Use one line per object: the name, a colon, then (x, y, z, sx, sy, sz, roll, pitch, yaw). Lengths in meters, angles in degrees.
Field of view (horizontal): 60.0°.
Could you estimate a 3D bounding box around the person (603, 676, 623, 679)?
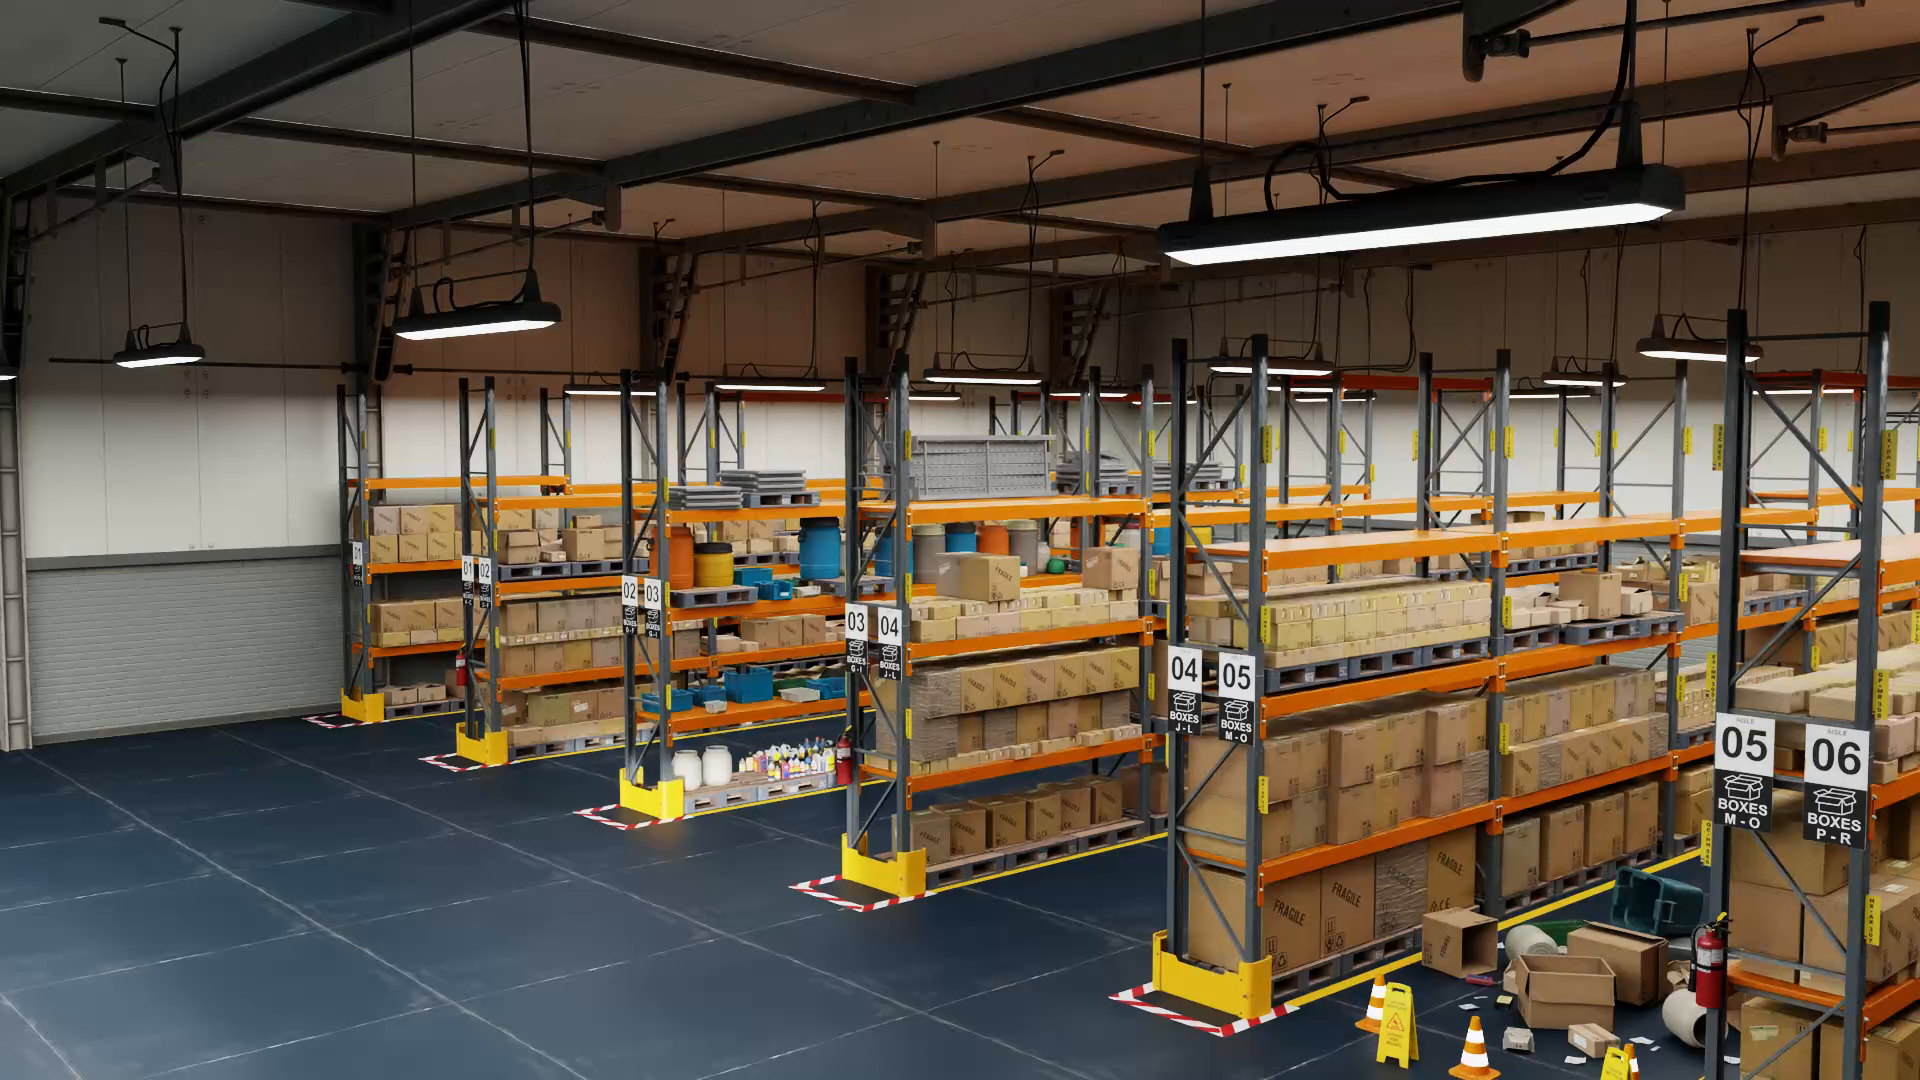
person: (-6.263, 2.431, 29.388, 0.600, 1.614, 0.918, 3, 5, 37)
